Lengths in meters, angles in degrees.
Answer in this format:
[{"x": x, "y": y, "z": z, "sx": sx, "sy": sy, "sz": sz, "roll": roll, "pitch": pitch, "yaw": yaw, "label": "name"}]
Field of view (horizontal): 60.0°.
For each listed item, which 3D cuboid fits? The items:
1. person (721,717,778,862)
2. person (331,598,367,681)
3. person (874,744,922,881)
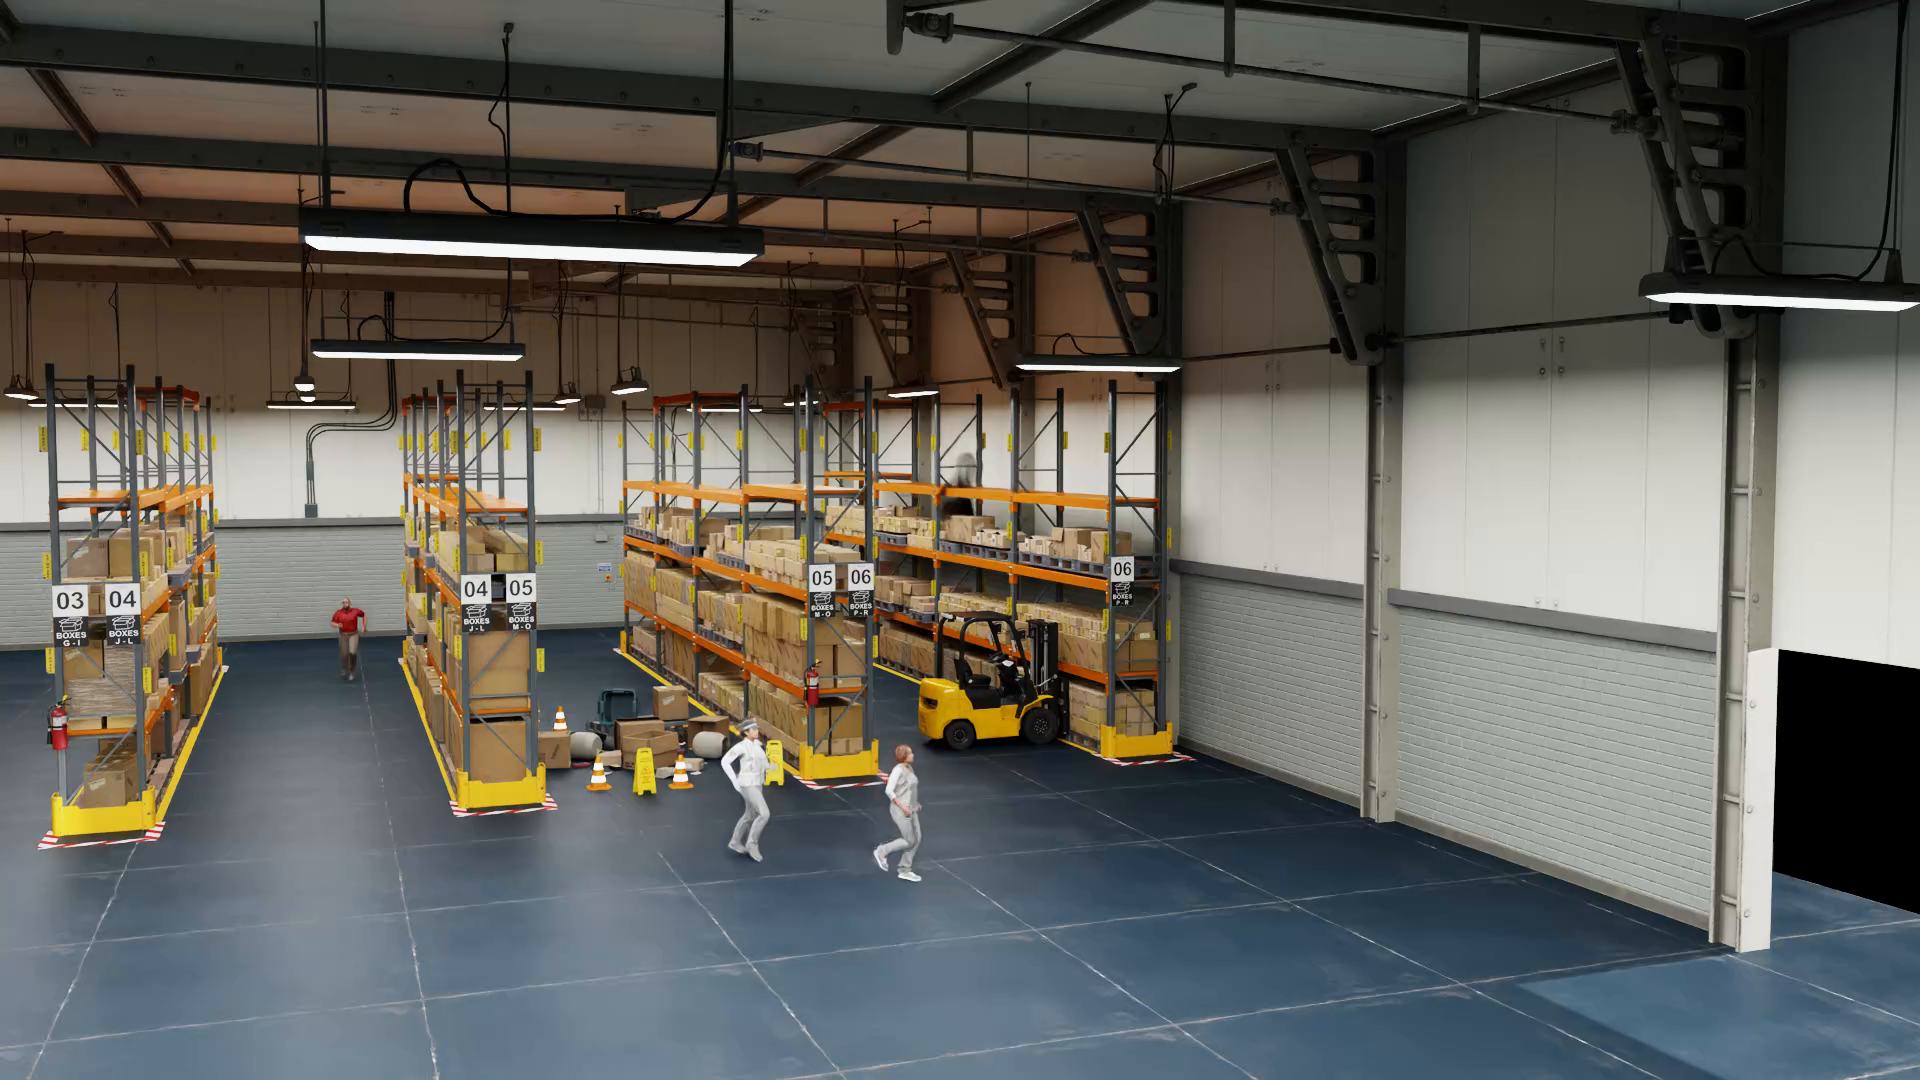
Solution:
[{"x": -2.505, "y": 2.989, "z": 20.011, "sx": 0.708, "sy": 1.727, "sz": 0.580, "roll": 1, "pitch": 4, "yaw": 20, "label": "person"}, {"x": -12.933, "y": 2.098, "z": 35.199, "sx": 0.673, "sy": 1.775, "sz": 0.907, "roll": -1, "pitch": 3, "yaw": -12, "label": "person"}, {"x": -0.705, "y": 3.117, "z": 19.051, "sx": 0.552, "sy": 1.569, "sz": 0.549, "roll": 1, "pitch": 4, "yaw": 21, "label": "person"}]
